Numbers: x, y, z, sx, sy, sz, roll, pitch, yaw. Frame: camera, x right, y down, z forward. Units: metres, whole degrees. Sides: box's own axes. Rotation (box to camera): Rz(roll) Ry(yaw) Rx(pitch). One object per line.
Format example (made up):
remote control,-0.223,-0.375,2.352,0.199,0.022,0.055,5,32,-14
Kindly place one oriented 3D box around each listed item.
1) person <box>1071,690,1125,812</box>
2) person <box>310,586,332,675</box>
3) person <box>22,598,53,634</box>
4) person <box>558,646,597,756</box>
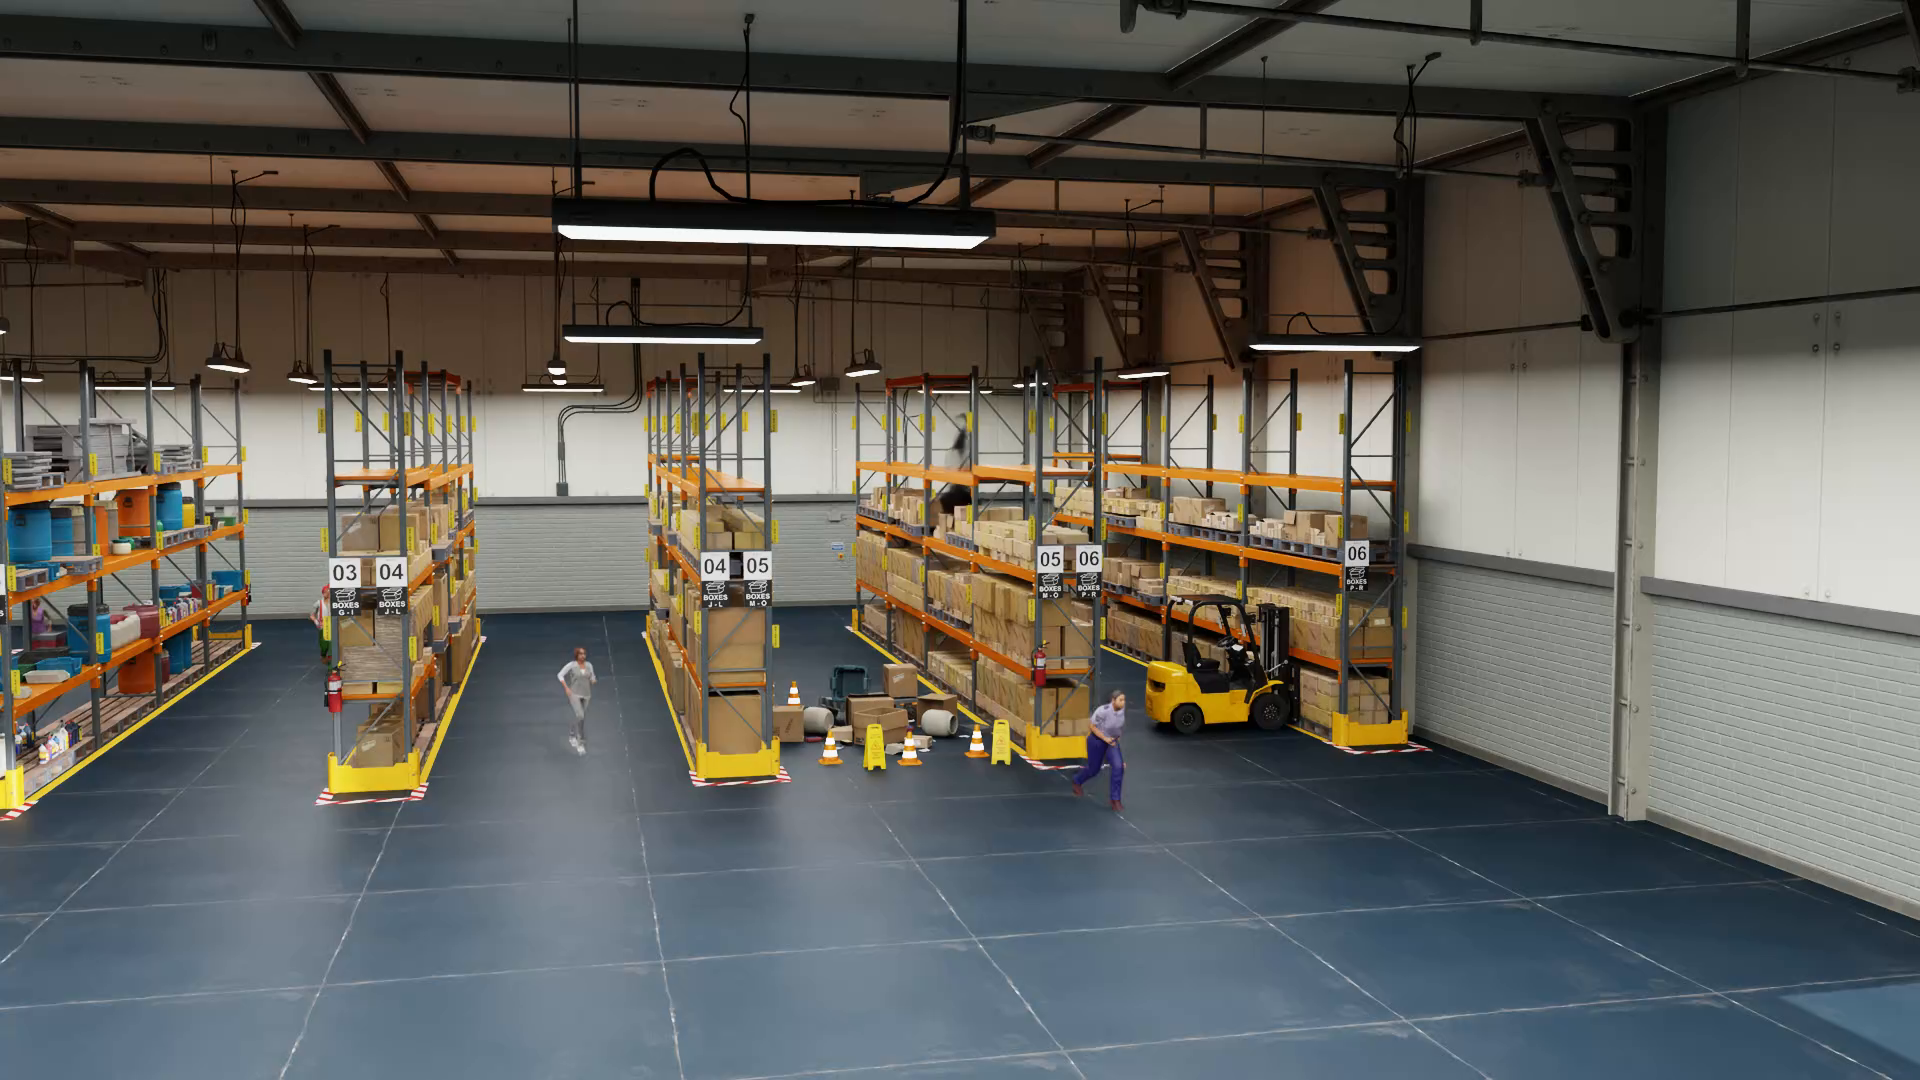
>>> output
person,1.836,2.729,21.866,0.641,1.598,0.974,-3,5,-41
person,-12.720,1.764,33.479,0.657,1.707,0.791,-2,4,-26
person,-18.635,1.910,33.603,0.522,1.543,0.678,-1,4,-13
person,-5.806,2.440,25.375,0.522,1.647,0.736,-3,5,-40
